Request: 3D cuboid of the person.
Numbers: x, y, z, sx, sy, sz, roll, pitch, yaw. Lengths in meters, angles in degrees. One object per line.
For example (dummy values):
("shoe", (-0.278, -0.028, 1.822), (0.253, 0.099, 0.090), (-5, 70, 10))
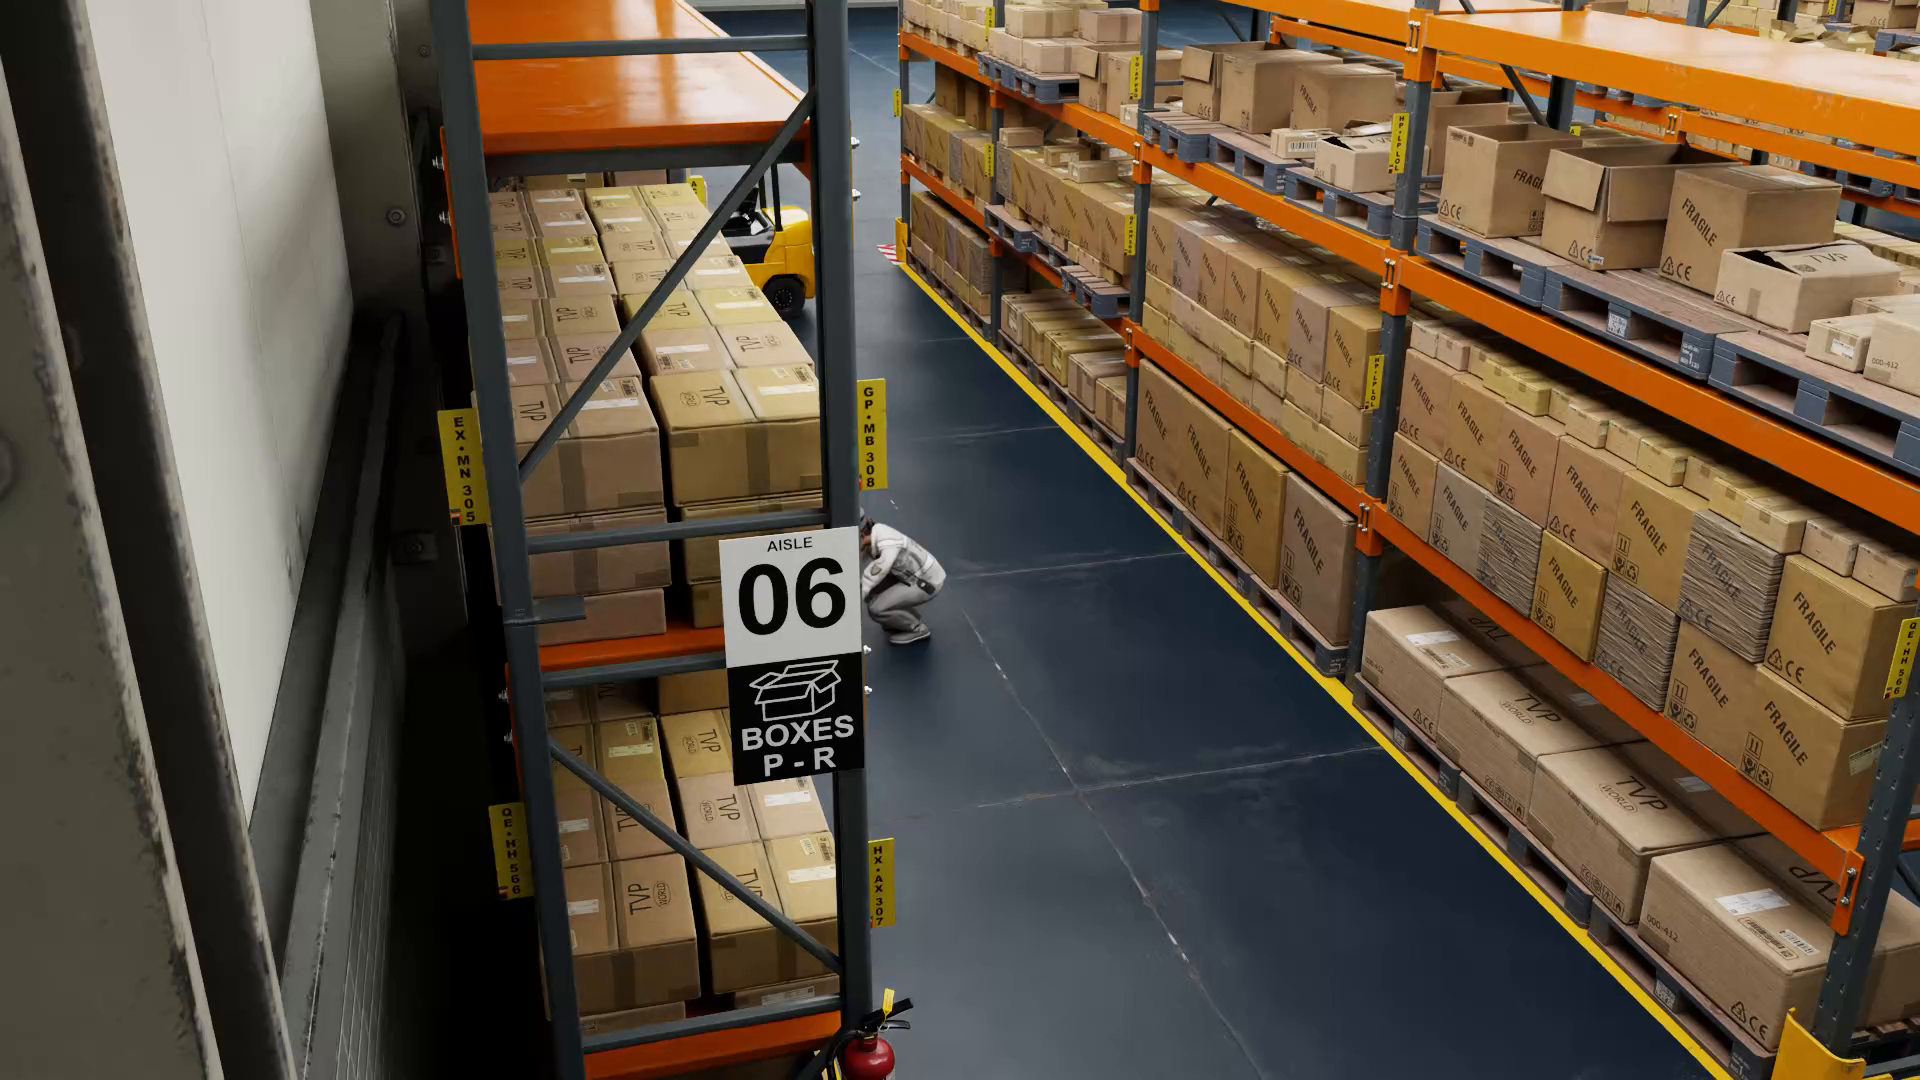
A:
("person", (1.866, -1.673, 13.873), (7.261, 2.202, 5.544), (-6, 24, -15))
